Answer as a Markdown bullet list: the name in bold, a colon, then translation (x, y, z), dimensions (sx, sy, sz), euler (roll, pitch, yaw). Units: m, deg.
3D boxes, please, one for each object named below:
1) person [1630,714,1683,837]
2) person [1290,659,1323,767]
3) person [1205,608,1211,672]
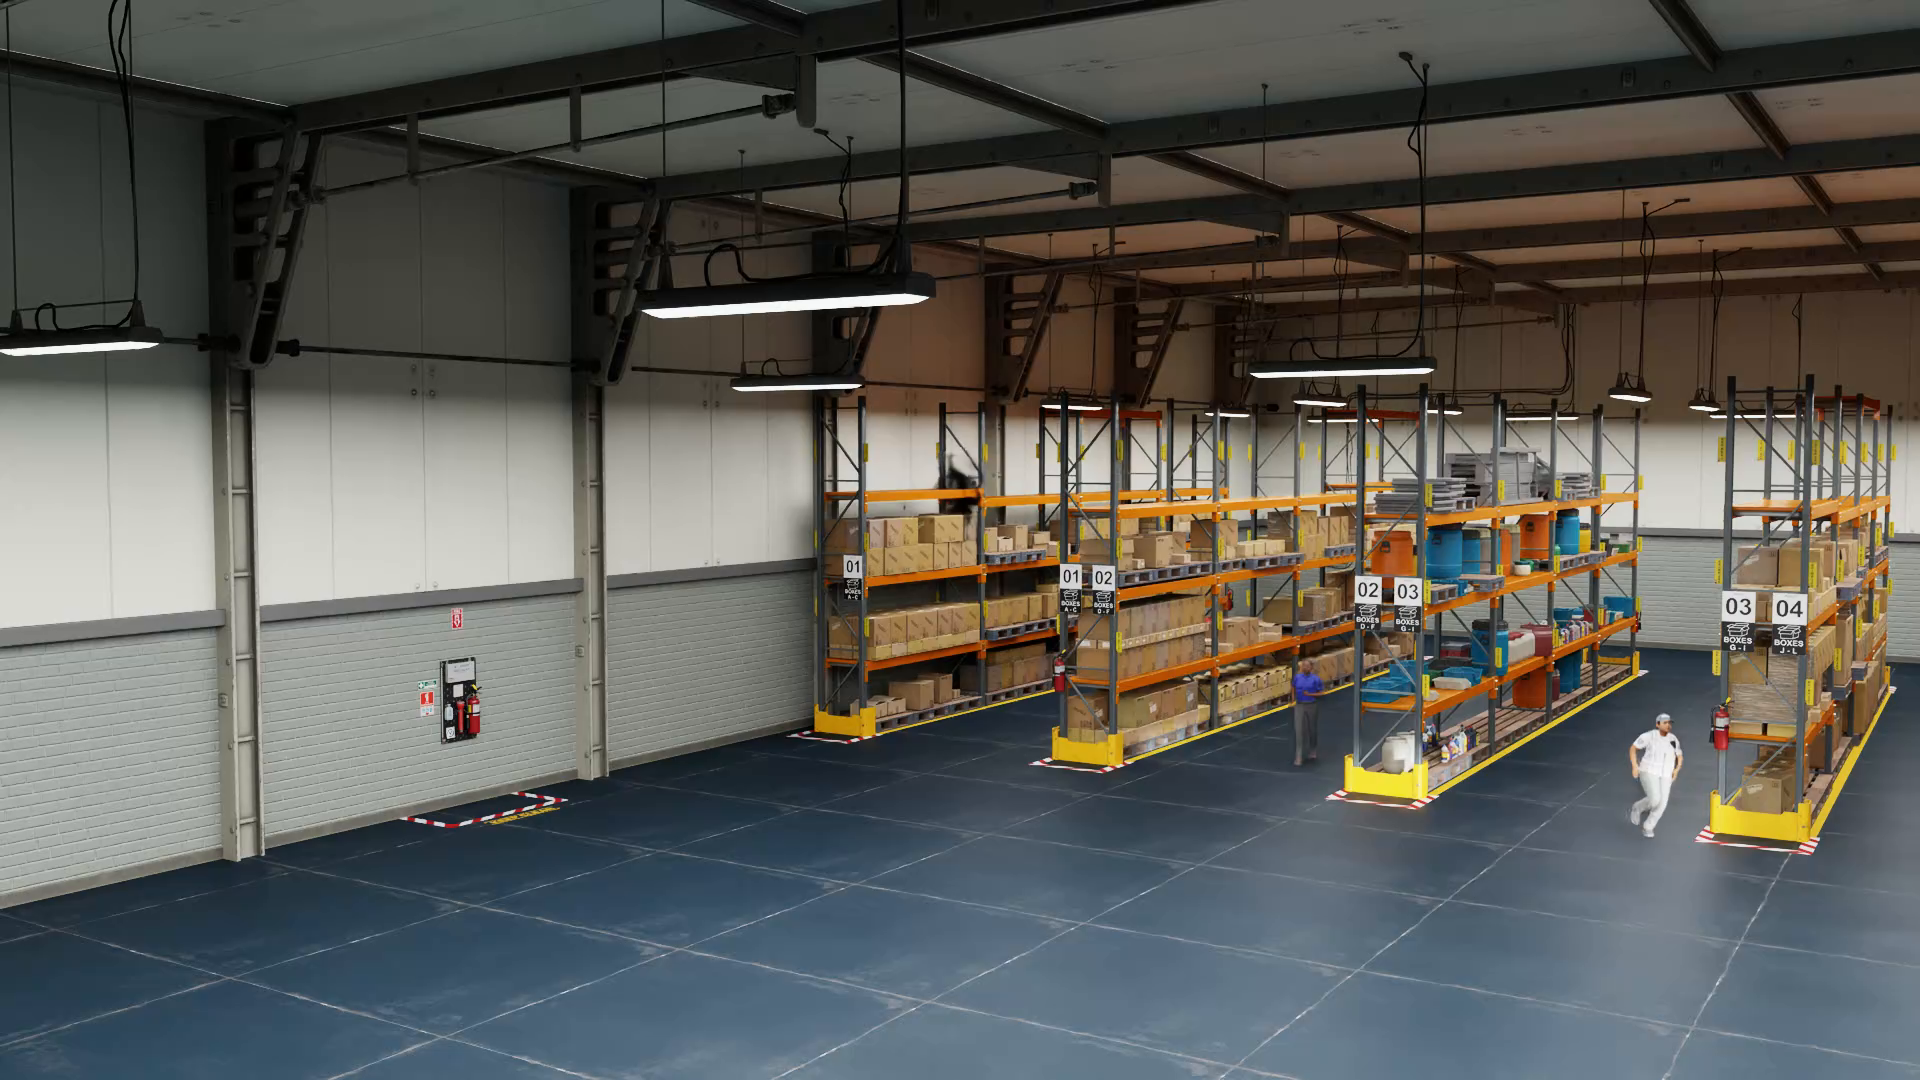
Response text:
- **person**: translation (9.132, 3.069, 21.702), dimensions (0.663, 1.589, 0.523), euler (0, 3, -3)
- **person**: translation (5.584, 2.766, 26.812), dimensions (0.549, 1.717, 0.781), euler (1, 3, 20)
- **person**: translation (5.364, 2.260, 35.311), dimensions (0.668, 1.713, 0.941), euler (2, 3, 28)
